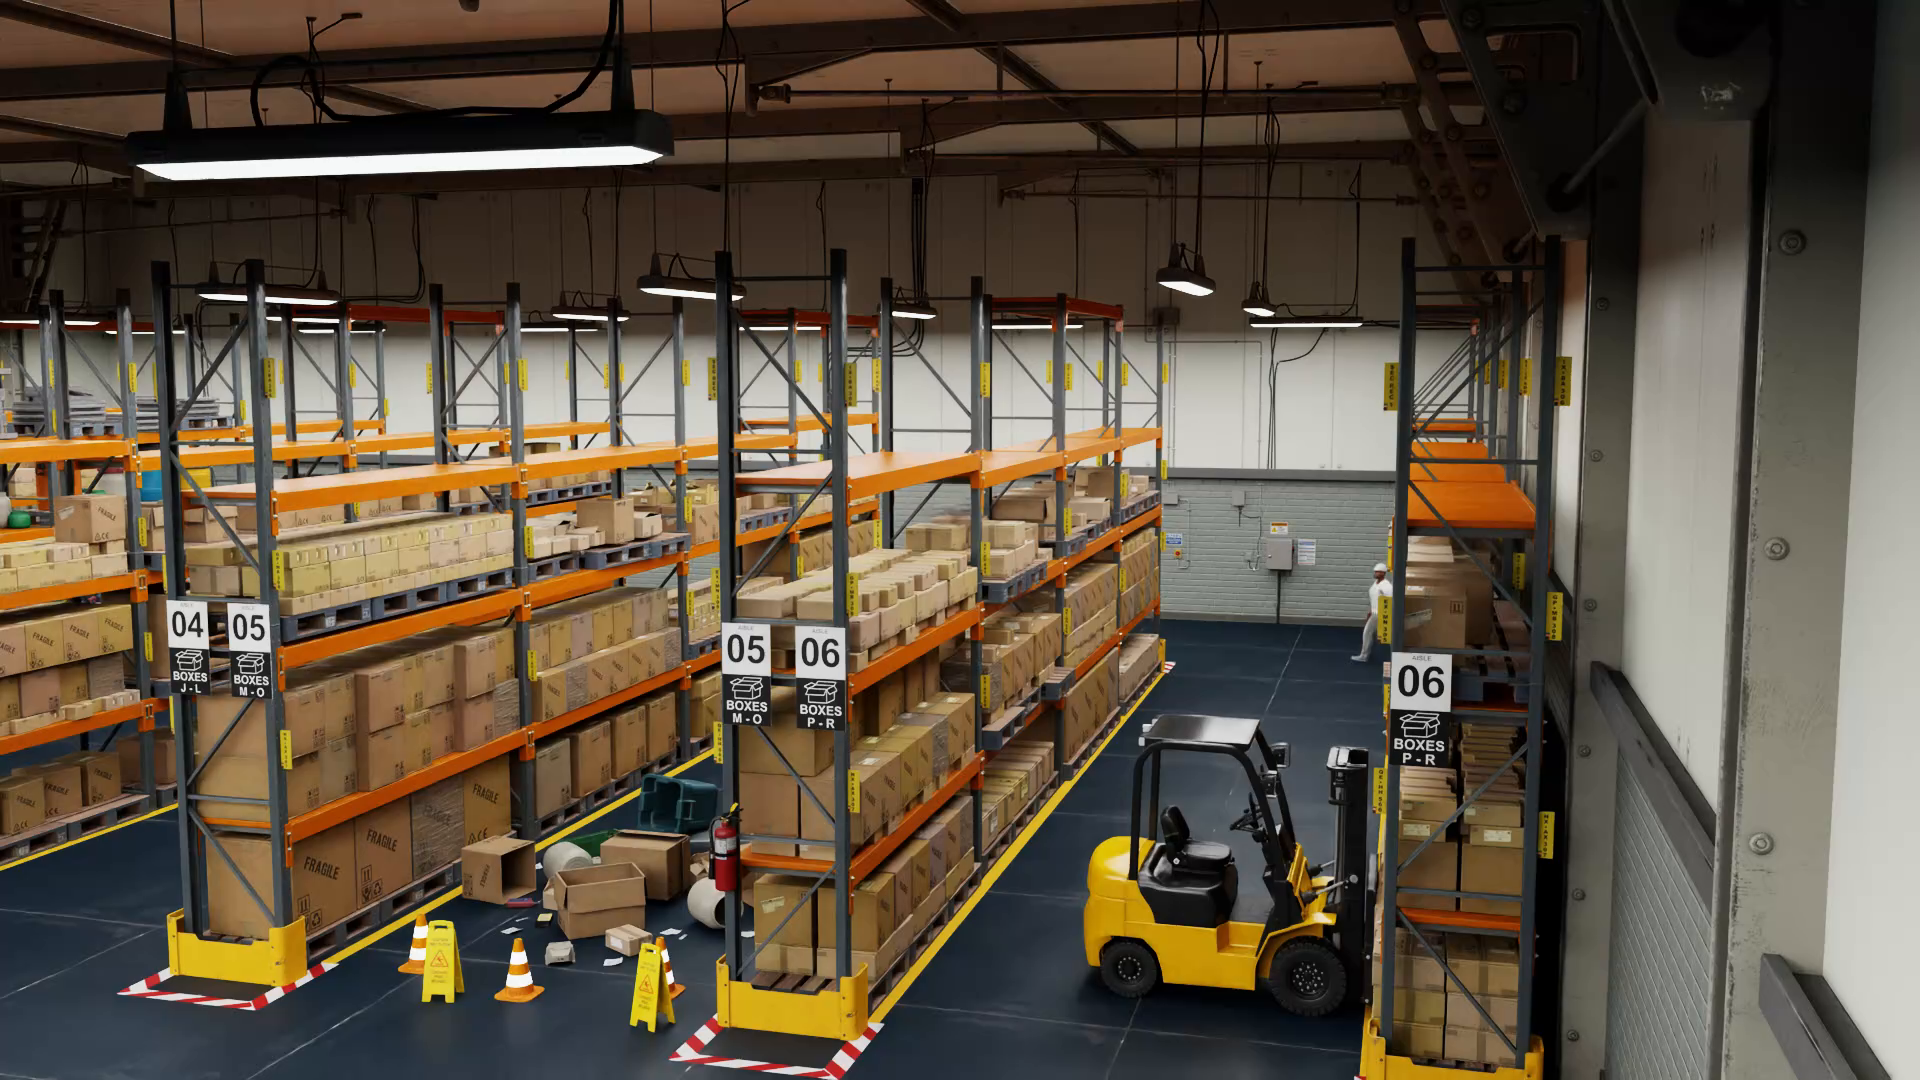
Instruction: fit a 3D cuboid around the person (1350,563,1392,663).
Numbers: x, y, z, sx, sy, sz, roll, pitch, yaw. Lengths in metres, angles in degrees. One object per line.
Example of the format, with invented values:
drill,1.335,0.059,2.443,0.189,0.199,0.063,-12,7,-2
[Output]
person,7.297,1.261,28.782,1.019,1.731,0.531,1,6,12
